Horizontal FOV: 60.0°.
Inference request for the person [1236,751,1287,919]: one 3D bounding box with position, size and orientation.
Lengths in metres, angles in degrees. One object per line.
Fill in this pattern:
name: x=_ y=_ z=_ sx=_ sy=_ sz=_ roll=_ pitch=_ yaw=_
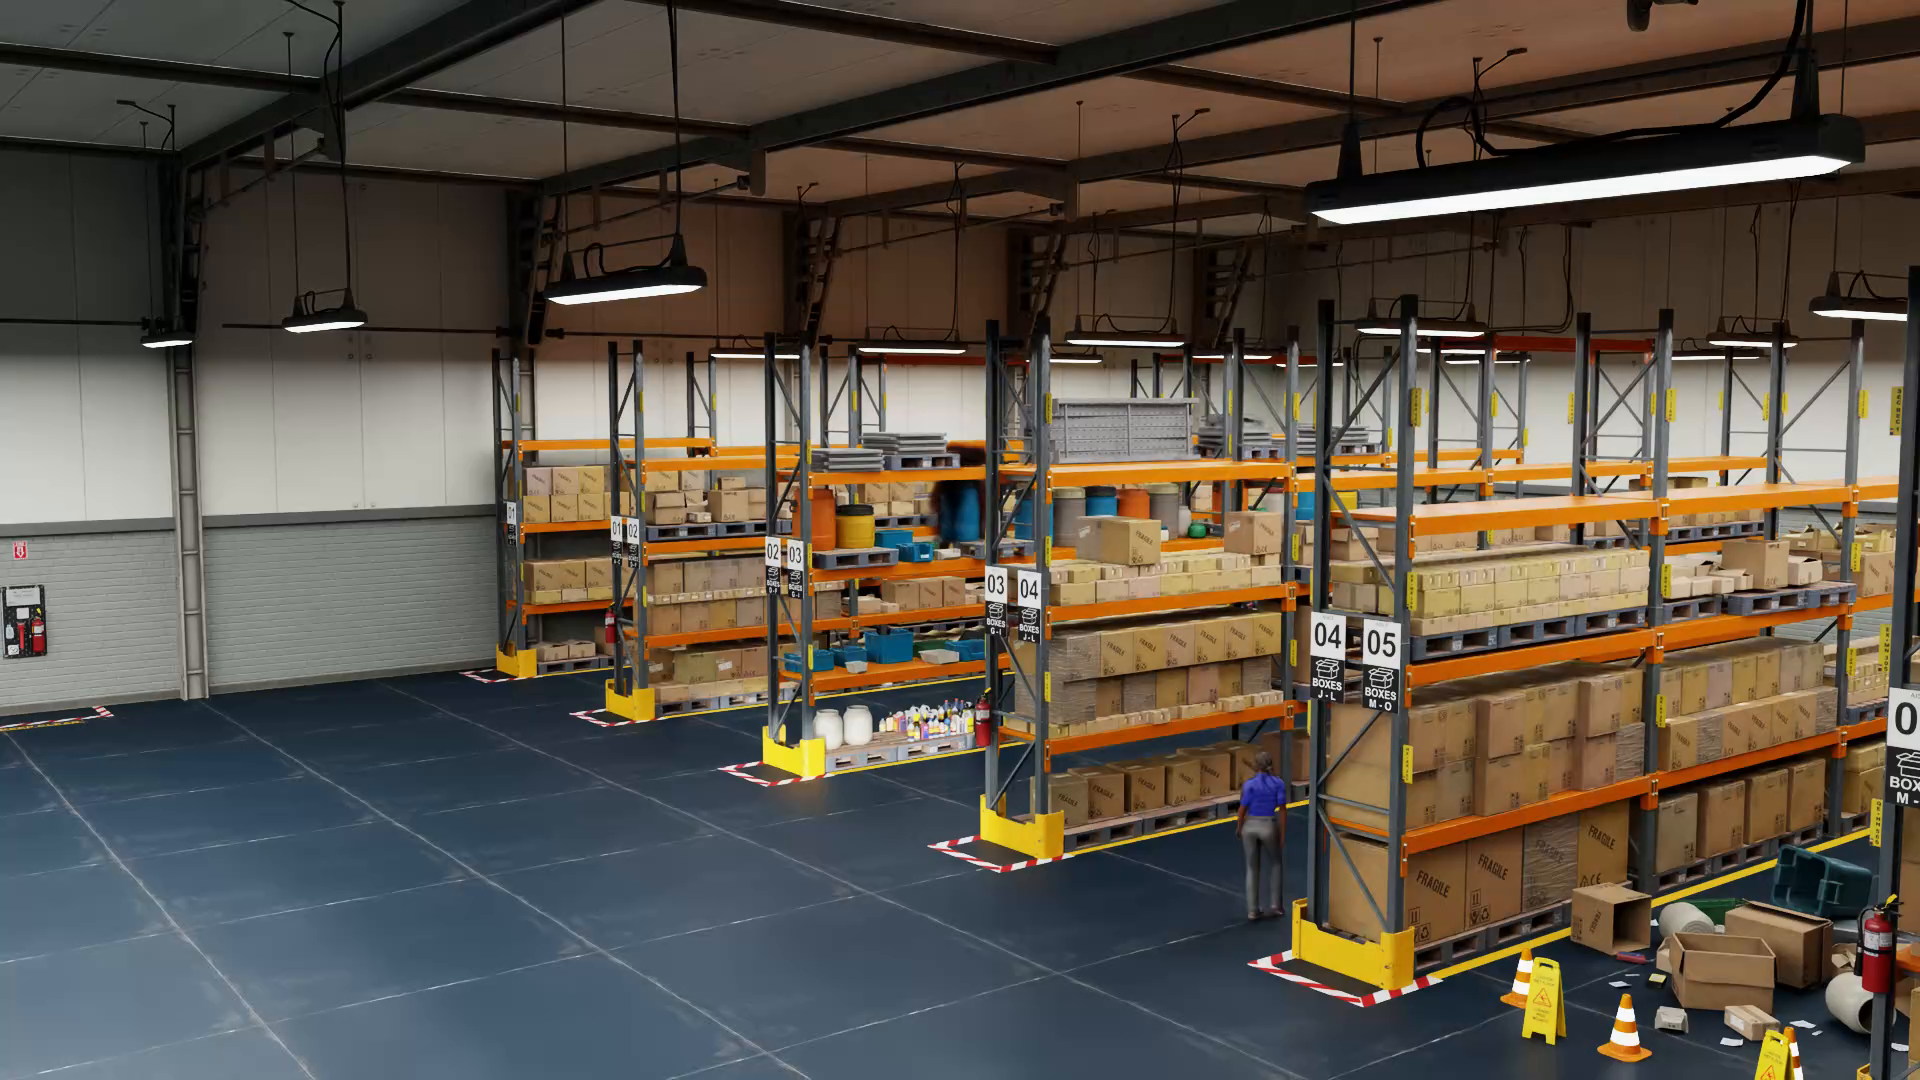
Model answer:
person: x=2.965 y=2.924 z=16.421 sx=0.503 sy=1.715 sz=0.523 roll=1 pitch=5 yaw=16
